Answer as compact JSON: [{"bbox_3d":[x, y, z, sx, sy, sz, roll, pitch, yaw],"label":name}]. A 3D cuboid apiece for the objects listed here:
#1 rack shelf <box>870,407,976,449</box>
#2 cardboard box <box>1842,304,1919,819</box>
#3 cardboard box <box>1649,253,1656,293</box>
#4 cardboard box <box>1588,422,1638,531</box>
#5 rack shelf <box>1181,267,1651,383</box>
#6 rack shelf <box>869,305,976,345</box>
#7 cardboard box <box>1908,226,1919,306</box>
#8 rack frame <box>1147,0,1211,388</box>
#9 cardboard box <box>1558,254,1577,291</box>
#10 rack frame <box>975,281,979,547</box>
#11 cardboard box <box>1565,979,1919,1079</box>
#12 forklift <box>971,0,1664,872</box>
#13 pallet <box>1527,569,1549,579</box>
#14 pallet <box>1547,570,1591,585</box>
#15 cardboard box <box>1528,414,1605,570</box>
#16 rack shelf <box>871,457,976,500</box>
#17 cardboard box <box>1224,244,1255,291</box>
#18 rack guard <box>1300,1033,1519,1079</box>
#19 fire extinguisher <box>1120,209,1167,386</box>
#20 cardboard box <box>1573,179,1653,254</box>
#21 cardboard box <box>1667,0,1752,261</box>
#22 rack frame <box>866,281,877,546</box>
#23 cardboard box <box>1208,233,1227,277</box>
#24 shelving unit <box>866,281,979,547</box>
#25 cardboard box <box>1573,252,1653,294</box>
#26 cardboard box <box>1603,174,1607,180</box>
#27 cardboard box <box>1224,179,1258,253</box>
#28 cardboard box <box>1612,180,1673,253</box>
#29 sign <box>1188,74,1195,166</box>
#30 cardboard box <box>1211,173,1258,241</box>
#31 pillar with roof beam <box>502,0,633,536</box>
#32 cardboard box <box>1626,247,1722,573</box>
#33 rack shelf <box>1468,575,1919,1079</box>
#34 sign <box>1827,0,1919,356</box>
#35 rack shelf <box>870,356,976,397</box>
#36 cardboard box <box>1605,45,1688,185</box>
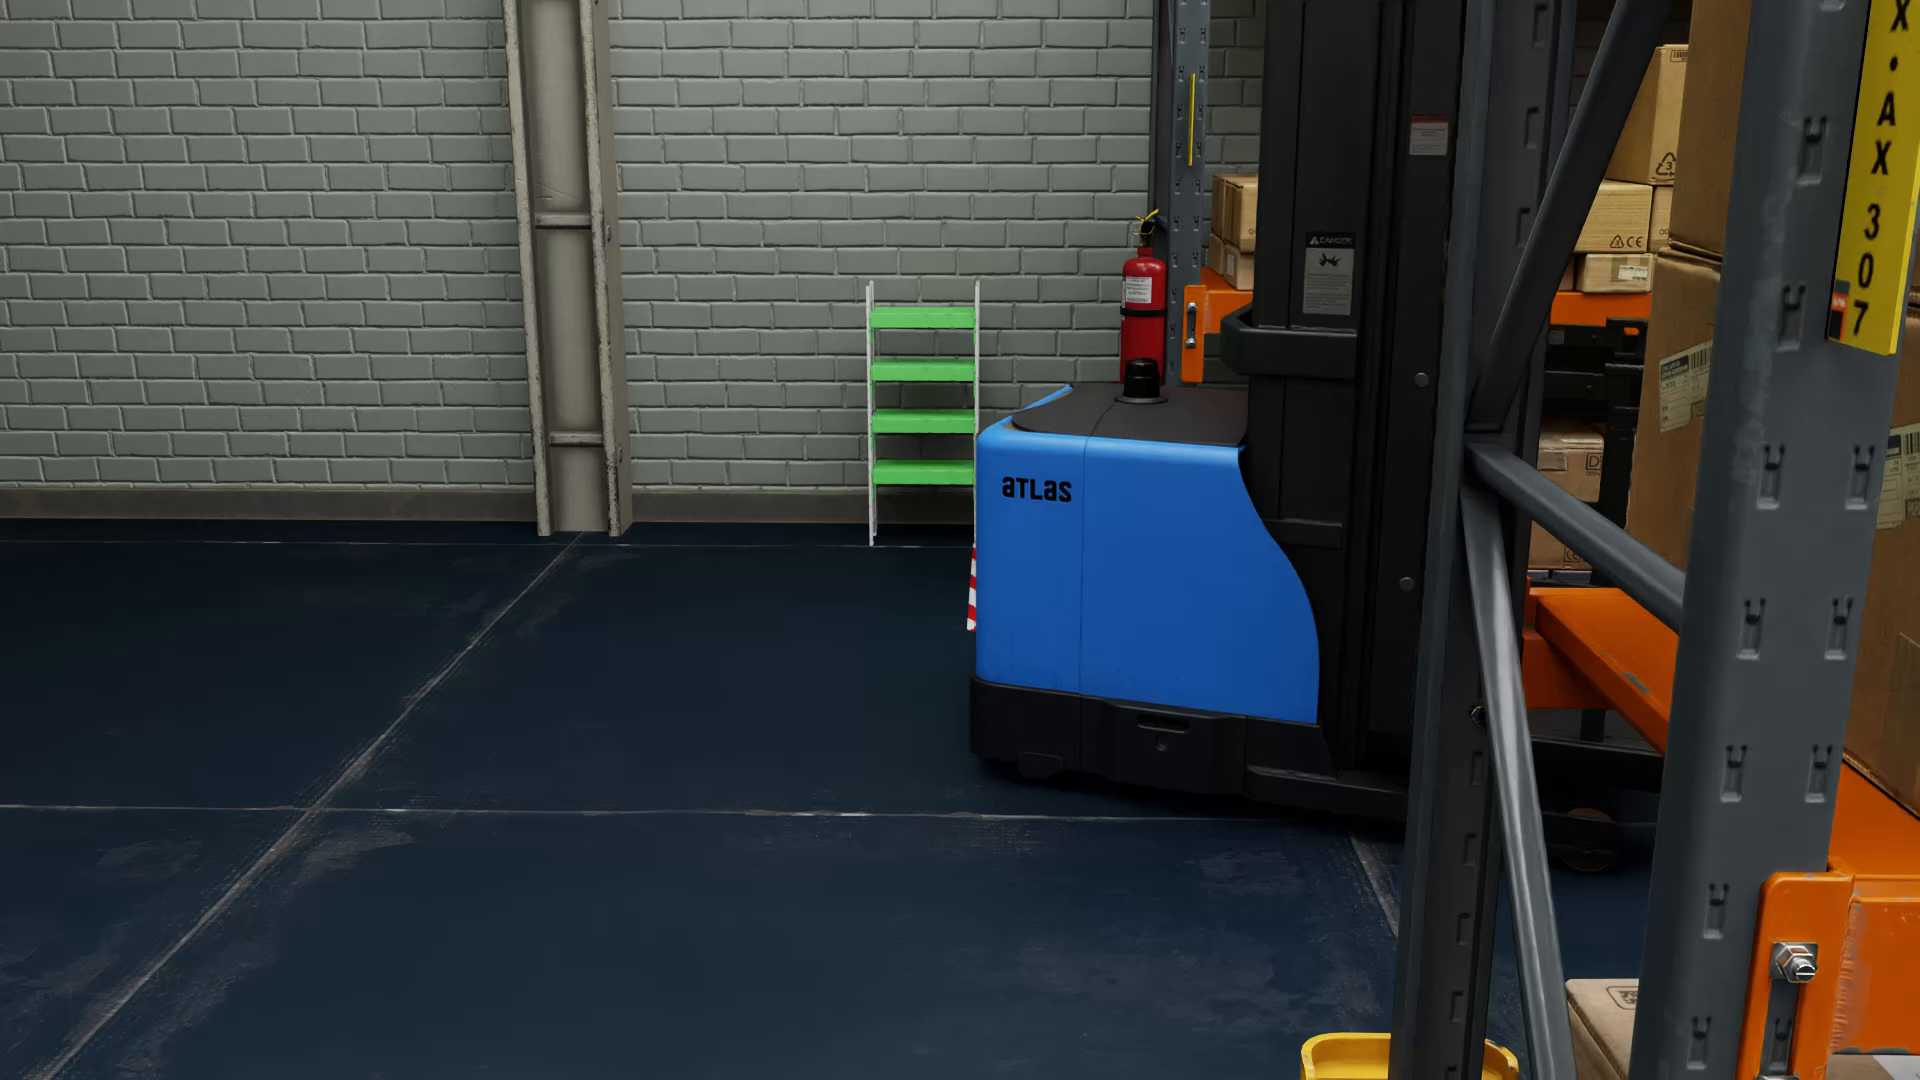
[{"bbox_3d":[-0.166,-0.519,7.707,0.480,0.148,0.258,0,15,1],"label":"rack shelf"},{"bbox_3d":[1.212,0.032,1.642,0.500,0.500,0.500,0,15,1],"label":"cardboard box"},{"bbox_3d":[2.734,-1.051,6.434,0.250,0.149,0.380,1,15,3],"label":"cardboard box"},{"bbox_3d":[2.851,-0.184,6.733,0.500,0.500,0.500,1,15,2],"label":"cardboard box"},{"bbox_3d":[2.862,-0.901,6.785,4.000,0.370,1.077,0,15,1],"label":"rack shelf"},{"bbox_3d":[-0.166,-0.984,7.585,0.480,0.148,0.258,0,15,1],"label":"rack shelf"},{"bbox_3d":[1.212,-0.452,1.517,0.500,0.500,0.500,0,15,0],"label":"cardboard box"},{"bbox_3d":[0.862,-1.262,6.742,0.127,3.000,1.000,0,15,1],"label":"rack frame"},{"bbox_3d":[2.220,-1.068,6.500,0.250,0.149,0.380,1,15,2],"label":"cardboard box"},{"bbox_3d":[0.078,-0.580,7.685,0.015,1.200,0.240,0,15,1],"label":"rack frame"},{"bbox_3d":[1.402,1.019,2.298,0.875,0.438,0.875,0,15,0],"label":"cardboard box"},{"bbox_3d":[1.604,-0.680,4.671,3.031,2.935,1.130,6,16,20],"label":"forklift"},{"bbox_3d":[1.735,0.092,7.077,1.213,0.211,1.003,0,15,1],"label":"pallet"},{"bbox_3d":[2.952,0.101,7.045,1.213,0.211,1.003,0,15,1],"label":"pallet"},{"bbox_3d":[2.325,-0.213,6.842,0.500,0.500,0.700,1,15,4],"label":"cardboard box"},{"bbox_3d":[-0.166,-0.287,7.769,0.480,0.148,0.258,0,15,1],"label":"rack shelf"},{"bbox_3d":[1.184,-1.068,6.501,0.250,0.149,0.380,0,15,1],"label":"cardboard box"},{"bbox_3d":[0.715,1.213,2.264,0.348,0.500,1.175,0,15,1],"label":"rack guard"},{"bbox_3d":[0.703,-0.927,6.357,0.183,0.674,0.296,0,15,1],"label":"fire extinguisher"},{"bbox_3d":[2.320,-1.256,6.430,0.500,0.250,0.500,0,15,0],"label":"cardboard box"},{"bbox_3d":[1.227,-0.585,2.022,0.500,0.500,0.500,1,15,3],"label":"cardboard box"},{"bbox_3d":[-0.410,-0.583,7.697,0.015,1.200,0.240,0,15,1],"label":"rack frame"},{"bbox_3d":[1.200,-1.207,7.026,0.250,0.149,0.380,0,15,1],"label":"cardboard box"},{"bbox_3d":[-0.166,-0.581,7.691,0.503,1.200,0.258,0,15,1],"label":"shelving unit"},{"bbox_3d":[2.470,-1.047,6.421,0.250,0.149,0.380,0,15,0],"label":"cardboard box"},{"bbox_3d":[2.862,-1.386,6.925,0.500,0.250,0.500,0,15,1],"label":"cardboard box"},{"bbox_3d":[1.309,-1.261,6.452,0.500,0.250,0.500,0,15,2],"label":"cardboard box"},{"bbox_3d":[2.832,-1.258,6.438,0.500,0.250,0.500,0,15,0],"label":"cardboard box"},{"bbox_3d":[0.849,-1.542,6.107,0.005,0.325,0.100,0,15,1],"label":"sign"},{"bbox_3d":[1.329,-1.398,6.969,0.500,0.250,0.500,1,15,3],"label":"cardboard box"},{"bbox_3d":[-1.920,-3.312,2.754,0.400,9.000,9.100,0,15,1],"label":"pillar with roof beam"},{"bbox_3d":[1.228,-0.109,2.176,0.500,0.500,0.500,0,15,2],"label":"cardboard box"},{"bbox_3d":[2.739,0.365,1.987,4.000,0.370,1.077,0,15,1],"label":"rack shelf"},{"bbox_3d":[0.719,-0.311,1.288,0.005,0.325,0.100,0,15,1],"label":"sign"},{"bbox_3d":[-0.166,-0.752,7.646,0.480,0.148,0.258,0,15,1],"label":"rack shelf"},{"bbox_3d":[2.809,-1.614,6.320,0.500,0.500,0.500,1,15,3],"label":"cardboard box"}]
